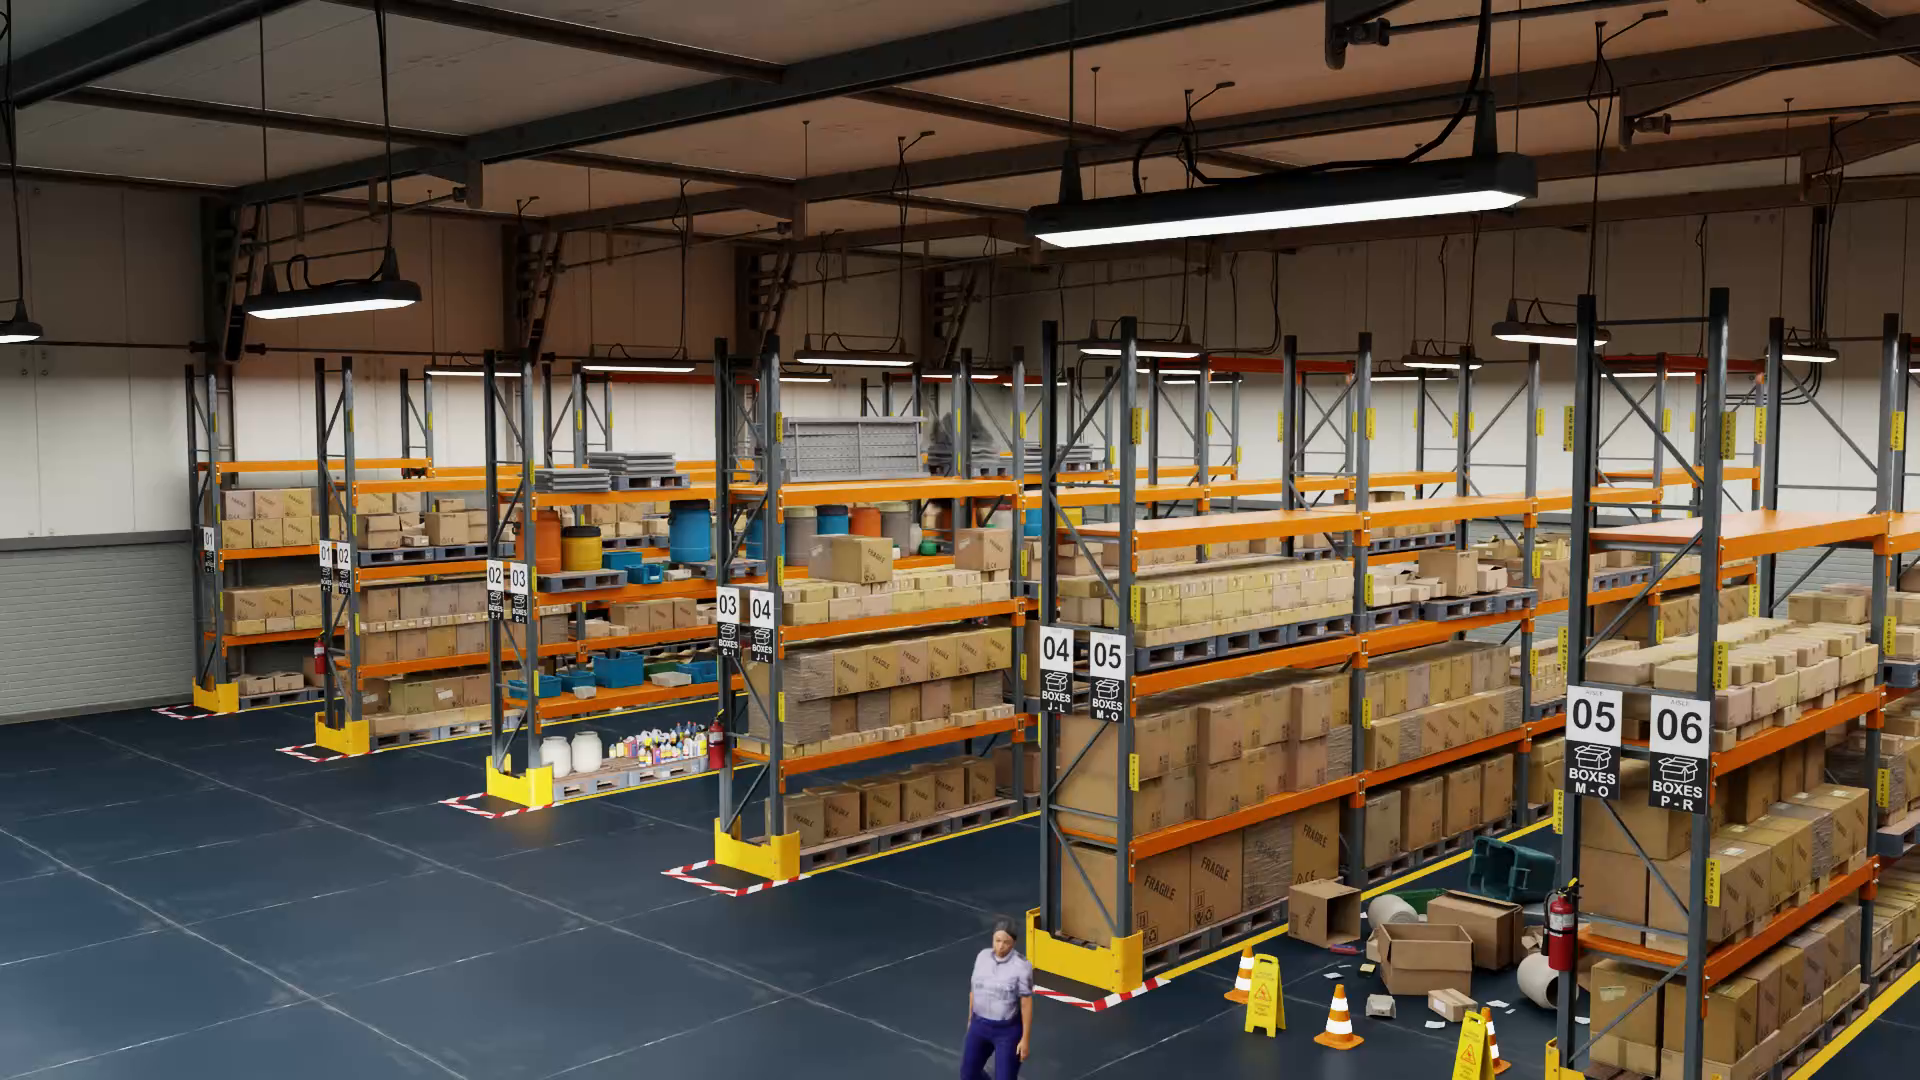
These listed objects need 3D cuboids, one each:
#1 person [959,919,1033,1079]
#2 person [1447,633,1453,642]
[{"bbox_3d":[0.255,3.454,11.775,0.628,1.624,0.478,2,5,30],"label":"person"},{"bbox_3d":[8.001,2.260,26.886,0.631,1.704,0.692,-2,5,-29],"label":"person"}]
